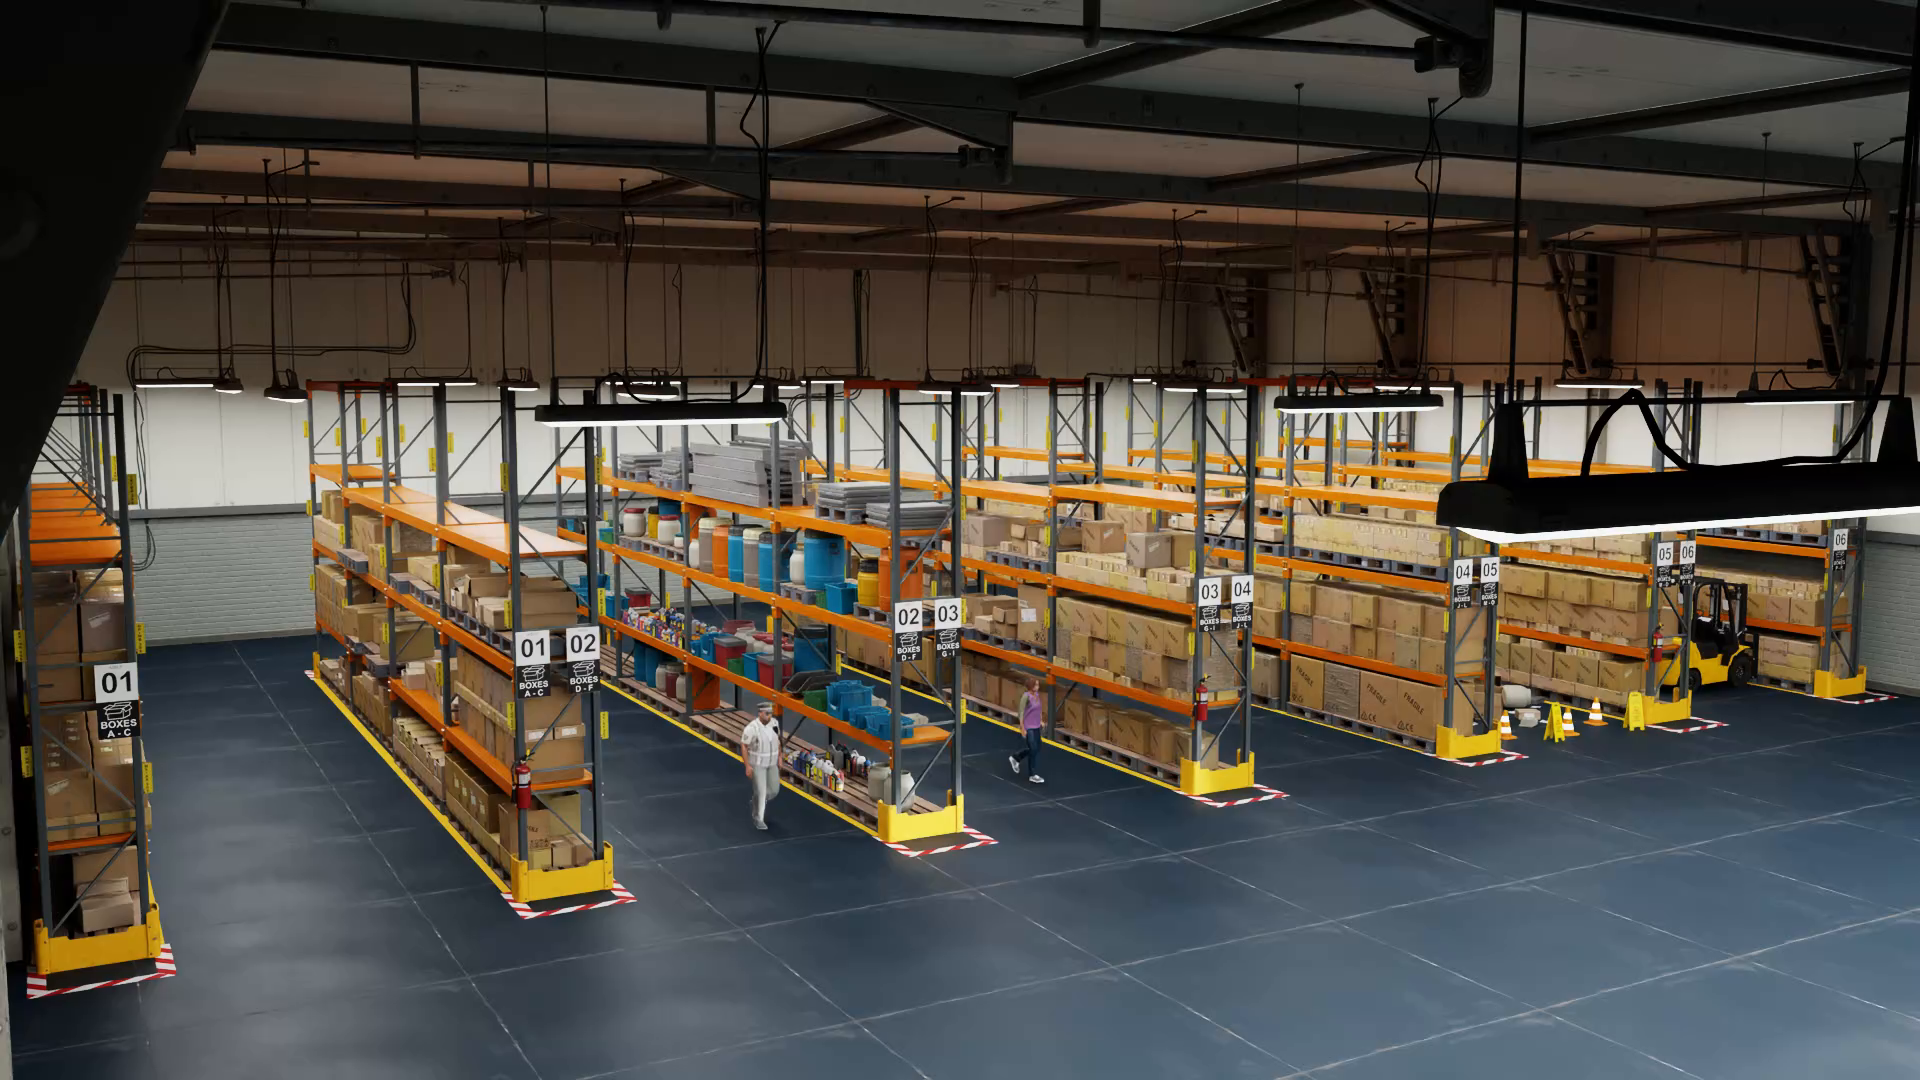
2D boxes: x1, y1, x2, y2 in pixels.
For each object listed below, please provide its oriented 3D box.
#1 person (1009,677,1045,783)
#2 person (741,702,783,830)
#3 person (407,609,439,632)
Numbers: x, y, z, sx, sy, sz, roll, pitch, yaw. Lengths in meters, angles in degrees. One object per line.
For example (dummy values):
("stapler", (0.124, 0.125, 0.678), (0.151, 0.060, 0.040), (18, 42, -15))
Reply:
("person", (1.049, 2.849, 25.283), (0.673, 1.583, 0.522), (4, 7, 33))
("person", (-2.741, 3.053, 22.815), (0.635, 1.745, 0.598), (-5, 8, -41))
("person", (-11.148, 1.801, 34.630), (0.955, 1.702, 0.629), (5, 8, 39))
